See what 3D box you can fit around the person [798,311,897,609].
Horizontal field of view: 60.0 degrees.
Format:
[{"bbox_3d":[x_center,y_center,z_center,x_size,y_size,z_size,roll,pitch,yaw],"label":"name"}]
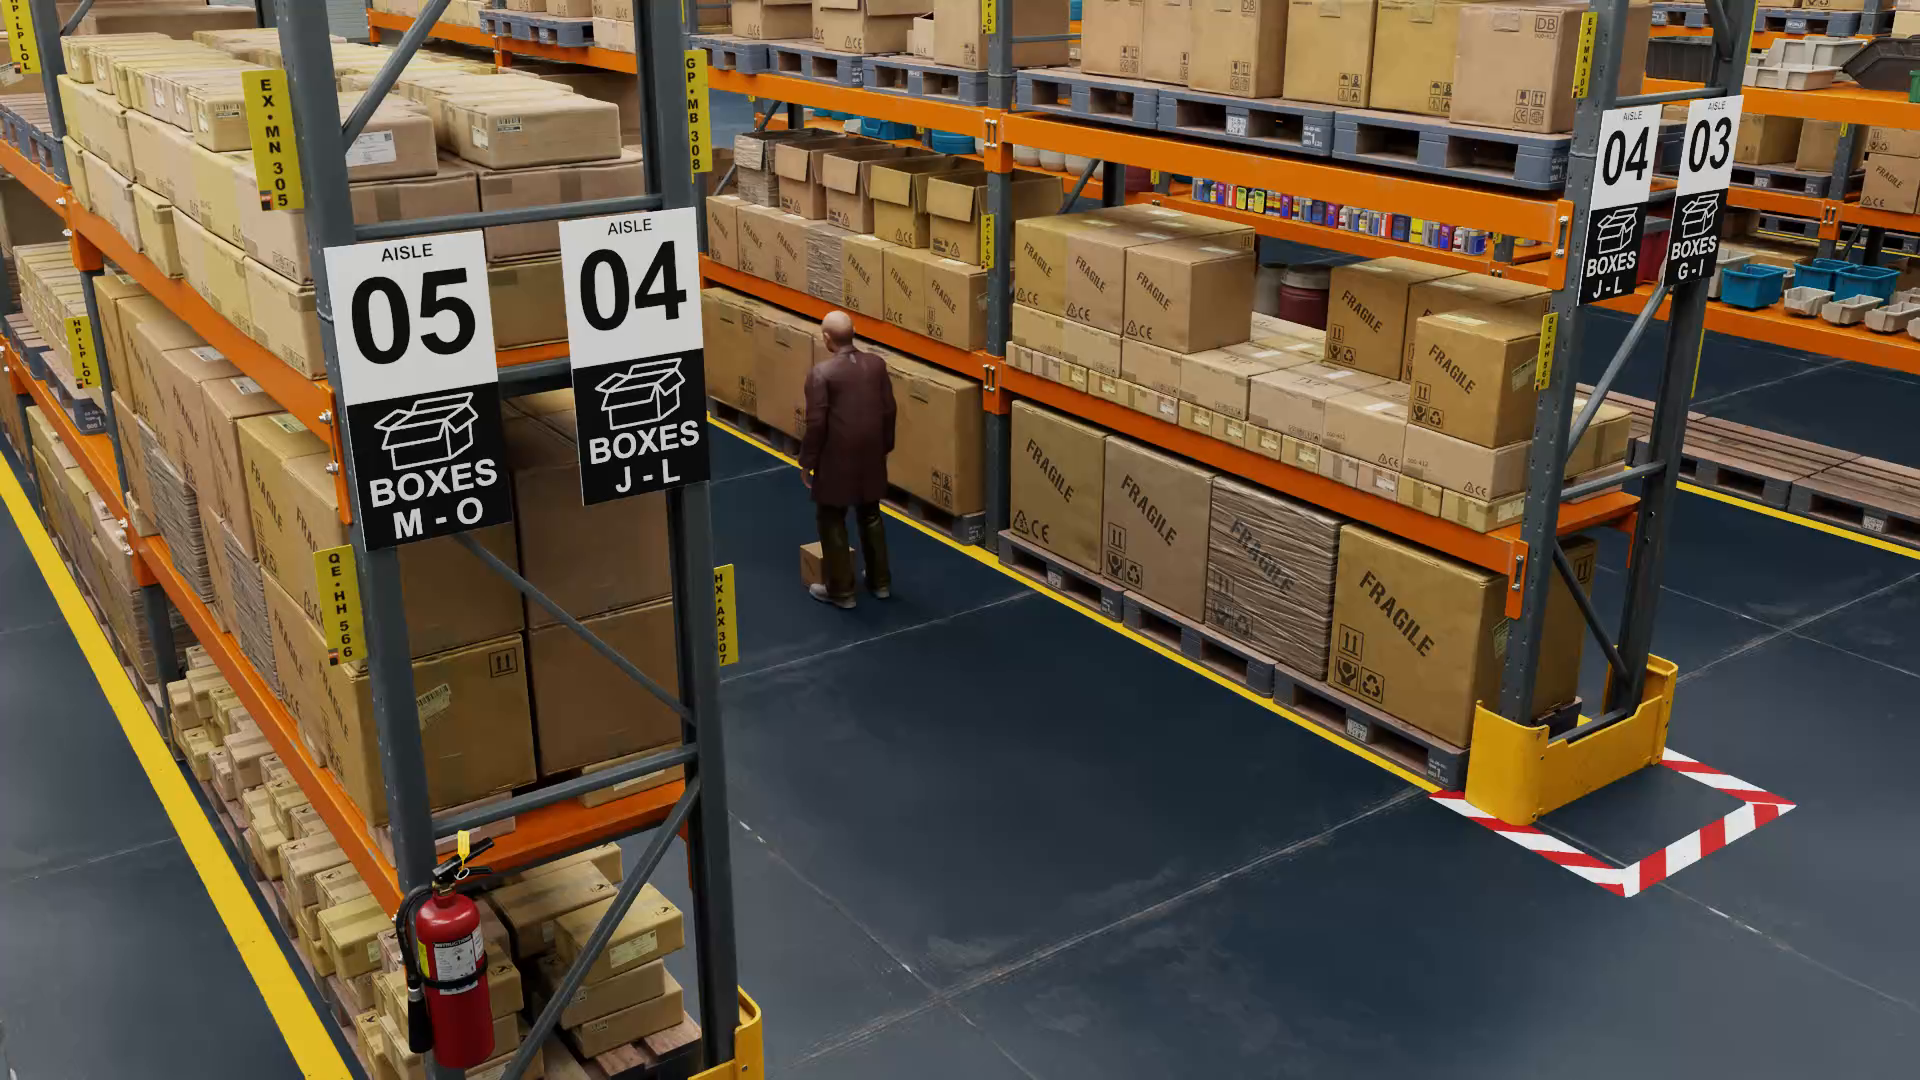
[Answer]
[{"bbox_3d":[-0.663,-0.478,9.844,0.644,1.774,0.425,-14,25,-33],"label":"person"}]
